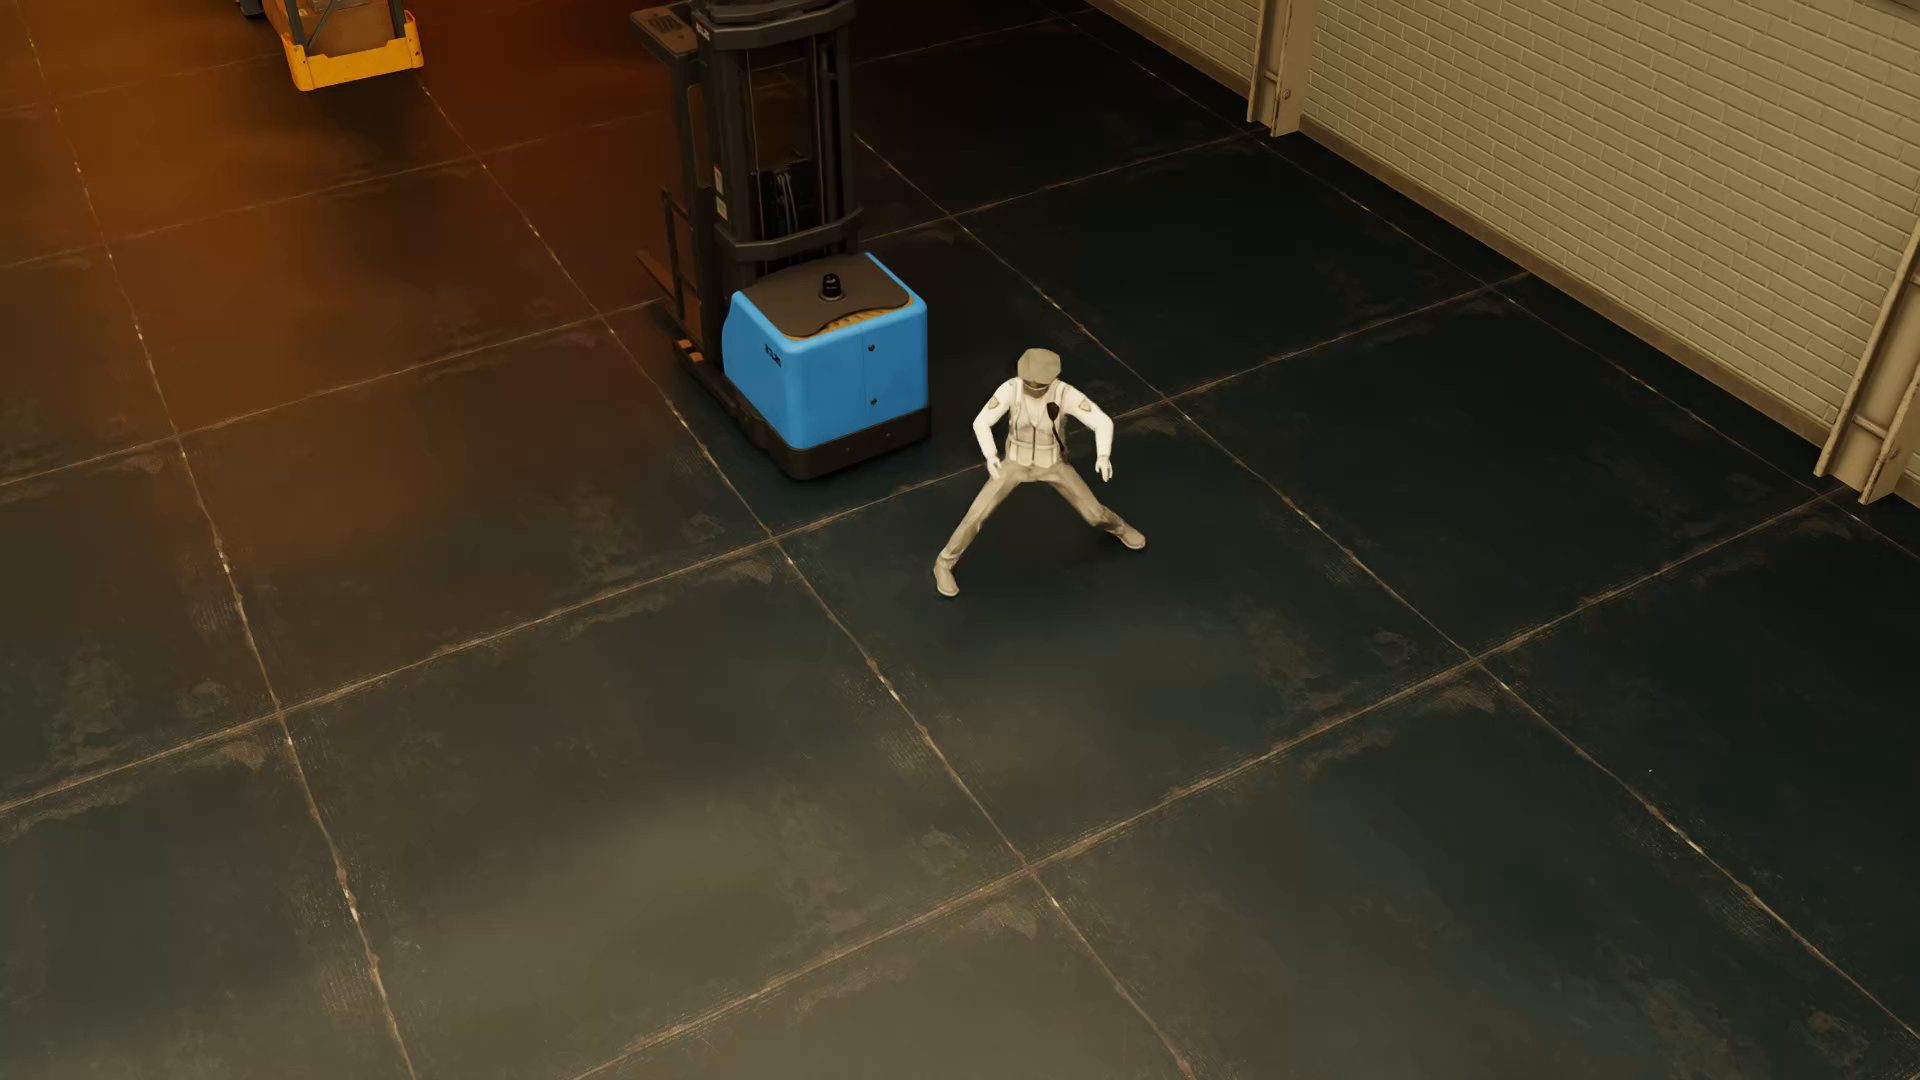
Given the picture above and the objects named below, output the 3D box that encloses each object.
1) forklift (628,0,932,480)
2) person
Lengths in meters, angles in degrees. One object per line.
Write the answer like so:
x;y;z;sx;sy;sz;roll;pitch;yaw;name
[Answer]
-1.388;-2.430;10.965;1.130;2.935;3.031;-21;44;-24;forklift
0.486;-0.411;9.669;1.245;1.473;0.790;6;40;7;person
